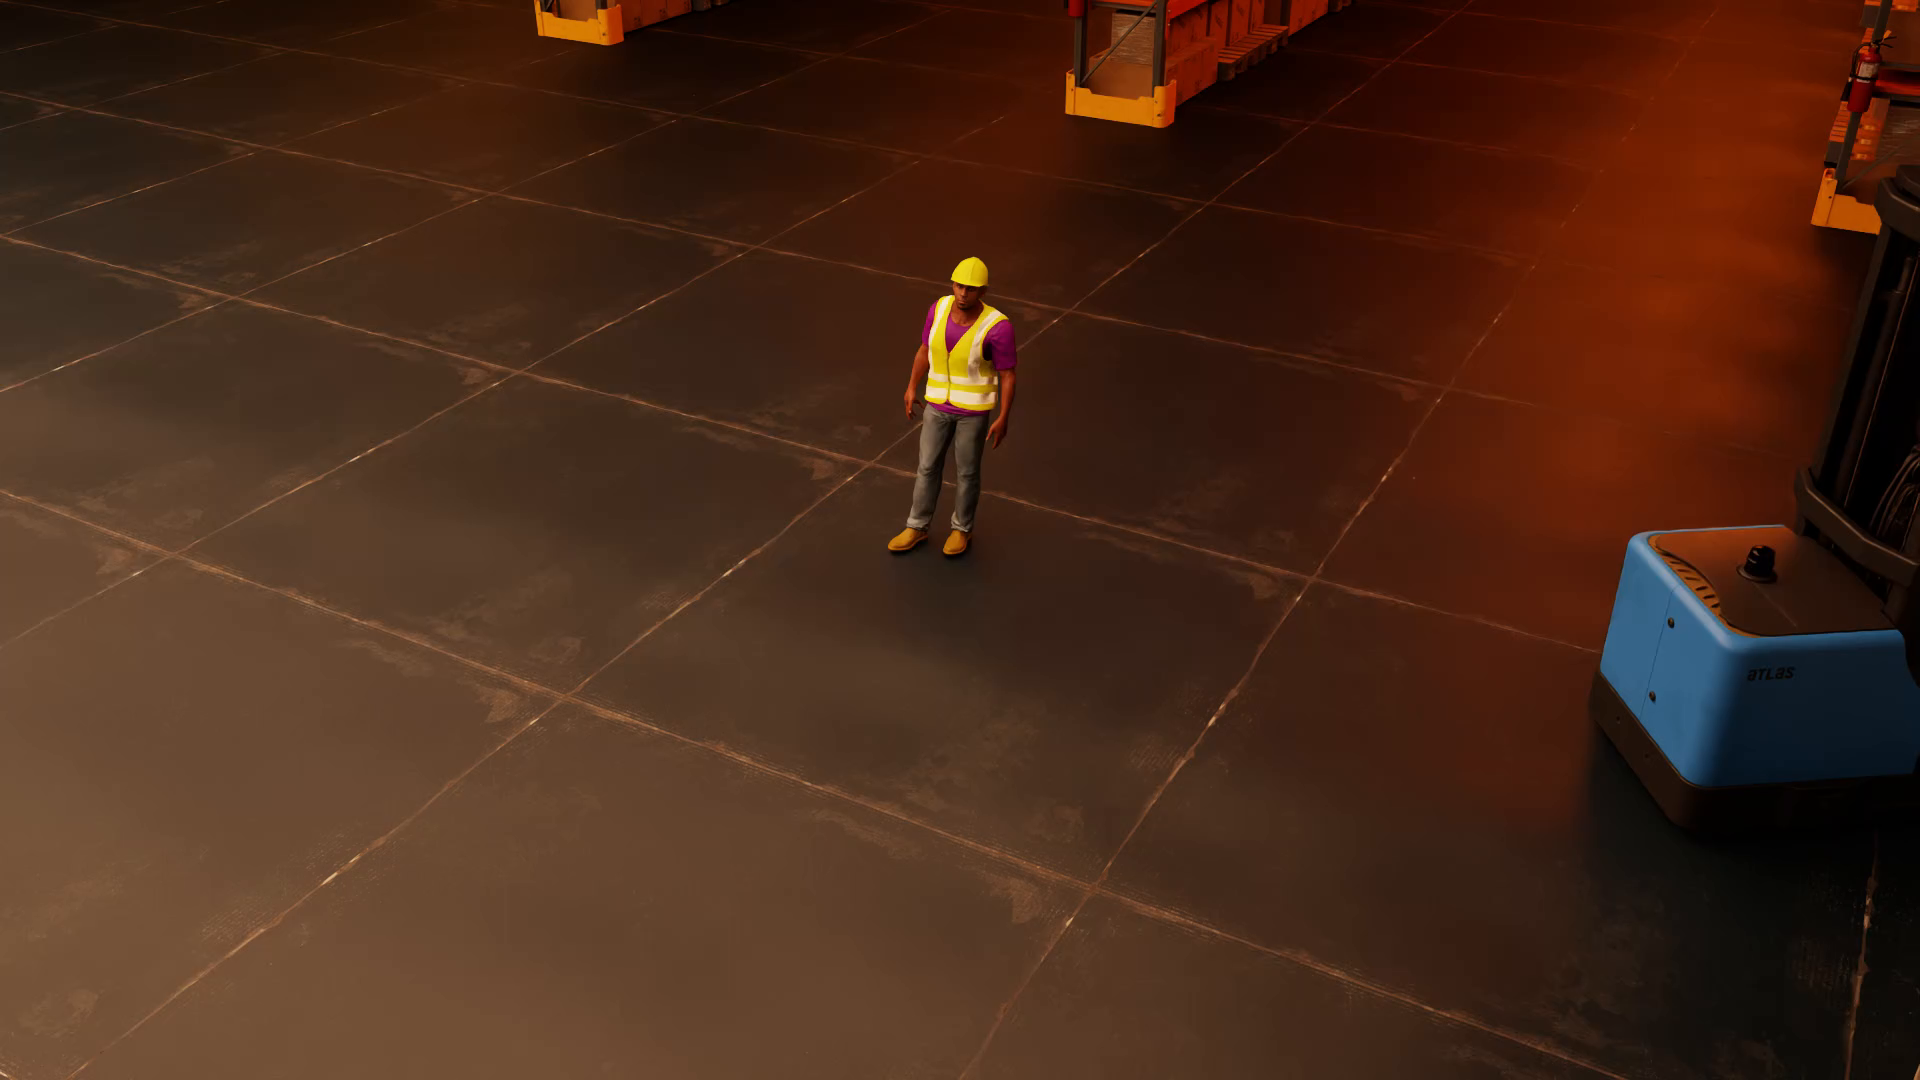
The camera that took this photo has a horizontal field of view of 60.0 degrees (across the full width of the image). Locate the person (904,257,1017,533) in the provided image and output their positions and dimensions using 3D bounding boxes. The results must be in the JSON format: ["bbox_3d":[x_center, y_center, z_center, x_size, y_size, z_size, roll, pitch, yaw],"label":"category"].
[{"bbox_3d":[-0.001,-0.803,9.553,0.665,1.706,0.420,15,33,25],"label":"person"}]

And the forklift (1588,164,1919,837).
[{"bbox_3d":[4.718,-0.218,7.448,3.031,2.935,1.130,-3,30,-5],"label":"forklift"}]
